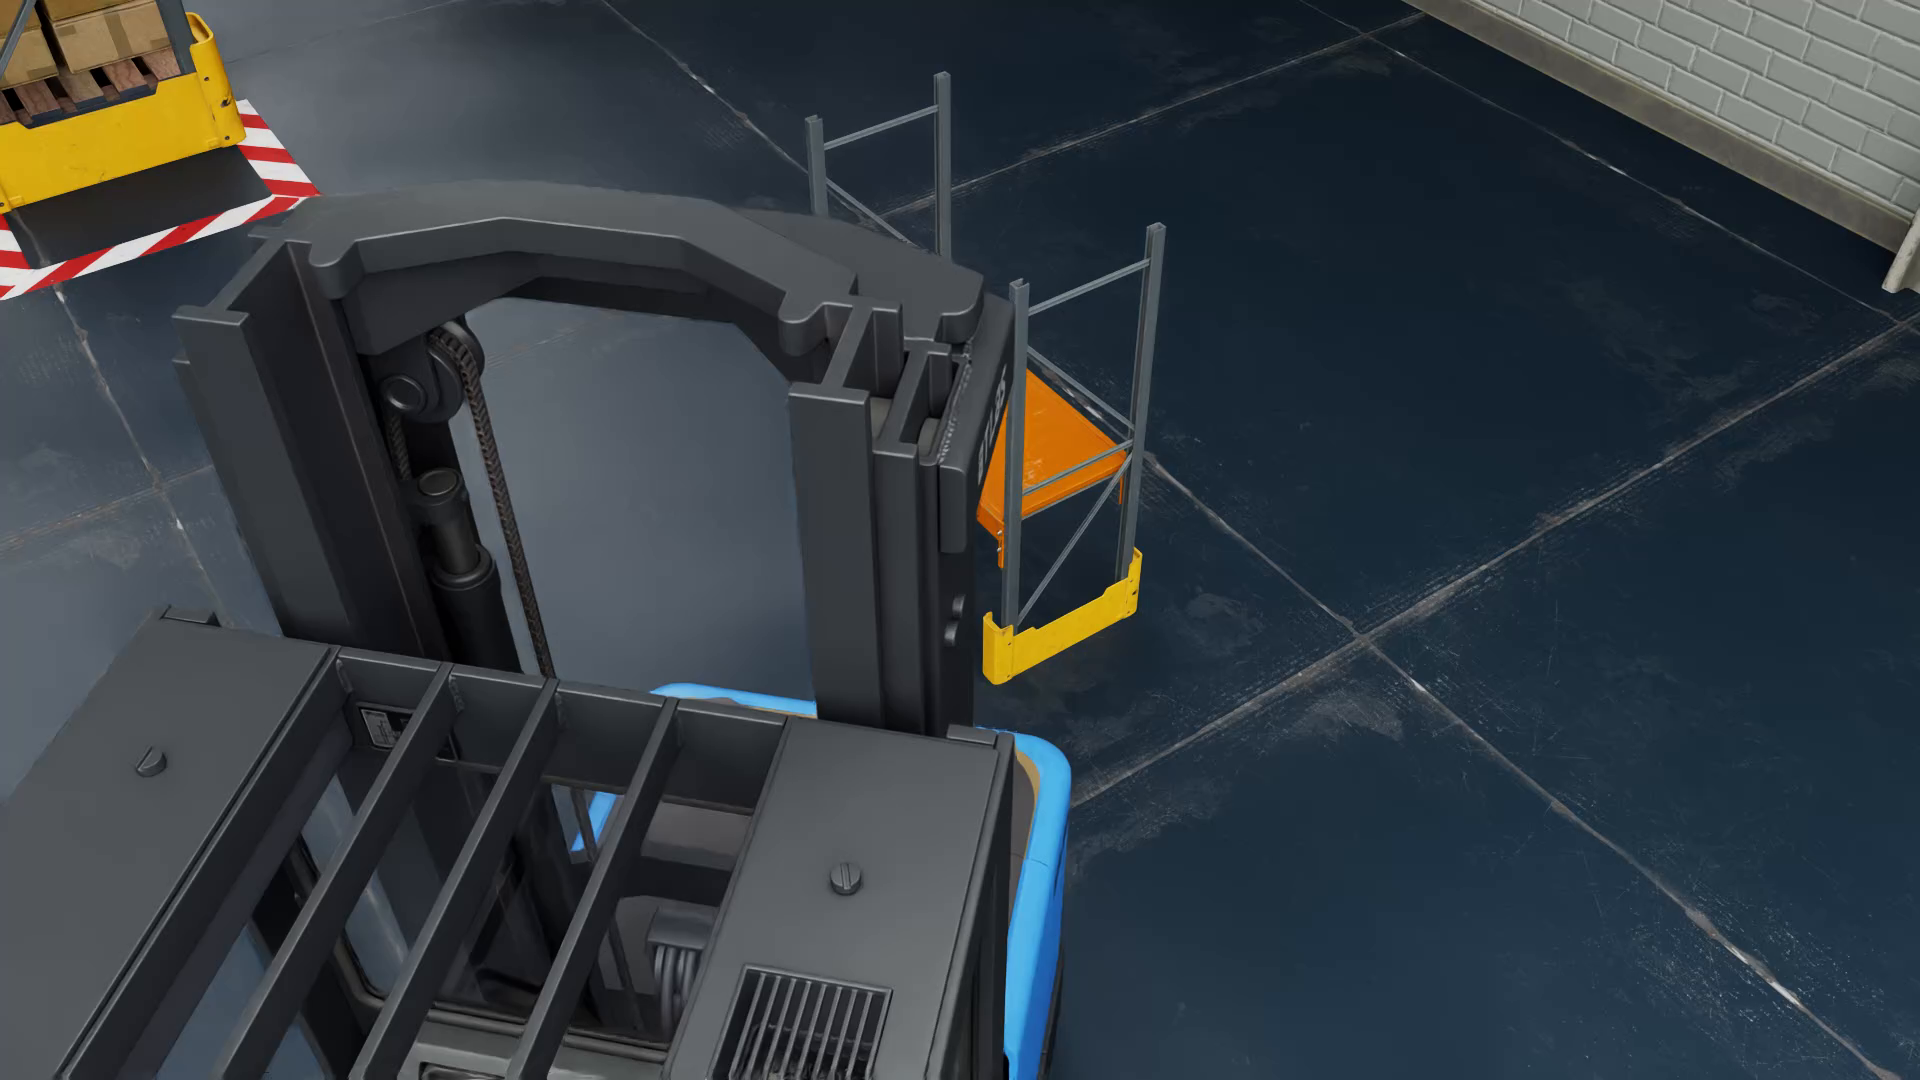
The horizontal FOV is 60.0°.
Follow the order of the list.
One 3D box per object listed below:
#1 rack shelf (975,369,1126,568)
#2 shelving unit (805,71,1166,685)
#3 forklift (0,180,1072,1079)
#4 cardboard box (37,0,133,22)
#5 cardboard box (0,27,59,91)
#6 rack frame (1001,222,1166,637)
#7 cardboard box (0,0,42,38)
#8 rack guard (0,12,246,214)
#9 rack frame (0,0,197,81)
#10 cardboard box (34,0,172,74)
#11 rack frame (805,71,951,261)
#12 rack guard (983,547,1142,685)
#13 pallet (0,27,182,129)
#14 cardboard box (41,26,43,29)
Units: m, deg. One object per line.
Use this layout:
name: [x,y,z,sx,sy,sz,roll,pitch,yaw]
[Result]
rack shelf: [0.049,-0.364,5.306,0.538,0.185,1.000,-26,49,-24]
shelving unit: [0.044,-0.499,5.187,0.587,1.500,1.083,-26,49,-24]
forklift: [-0.527,1.100,2.475,1.130,2.935,3.031,8,44,8]
cardboard box: [-4.065,-2.767,7.621,0.500,0.500,0.500,-27,50,-26]
cardboard box: [-4.513,-2.282,7.655,0.500,0.250,0.500,-26,49,-25]
rack frame: [0.340,-0.206,4.880,0.500,1.500,0.032,-26,49,-24]
cardboard box: [-4.488,-2.539,7.381,0.500,0.500,0.500,-25,49,-24]
rack guard: [-3.860,-1.898,7.377,1.175,0.500,0.348,-26,49,-24]
rack frame: [-3.816,-2.760,6.468,1.000,3.000,0.127,-26,49,-24]
cardboard box: [-4.051,-2.483,7.866,0.500,0.250,0.500,-26,49,-25]
rack frame: [-0.242,-0.782,5.483,0.500,1.500,0.032,-26,49,-24]
rack guard: [0.329,0.235,5.323,0.587,0.250,0.087,-26,49,-24]
pallet: [-4.295,-2.268,7.973,1.003,0.211,1.213,-26,49,-24]
cardboard box: [-4.337,-2.775,8.172,0.500,0.250,0.500,-24,49,-23]
